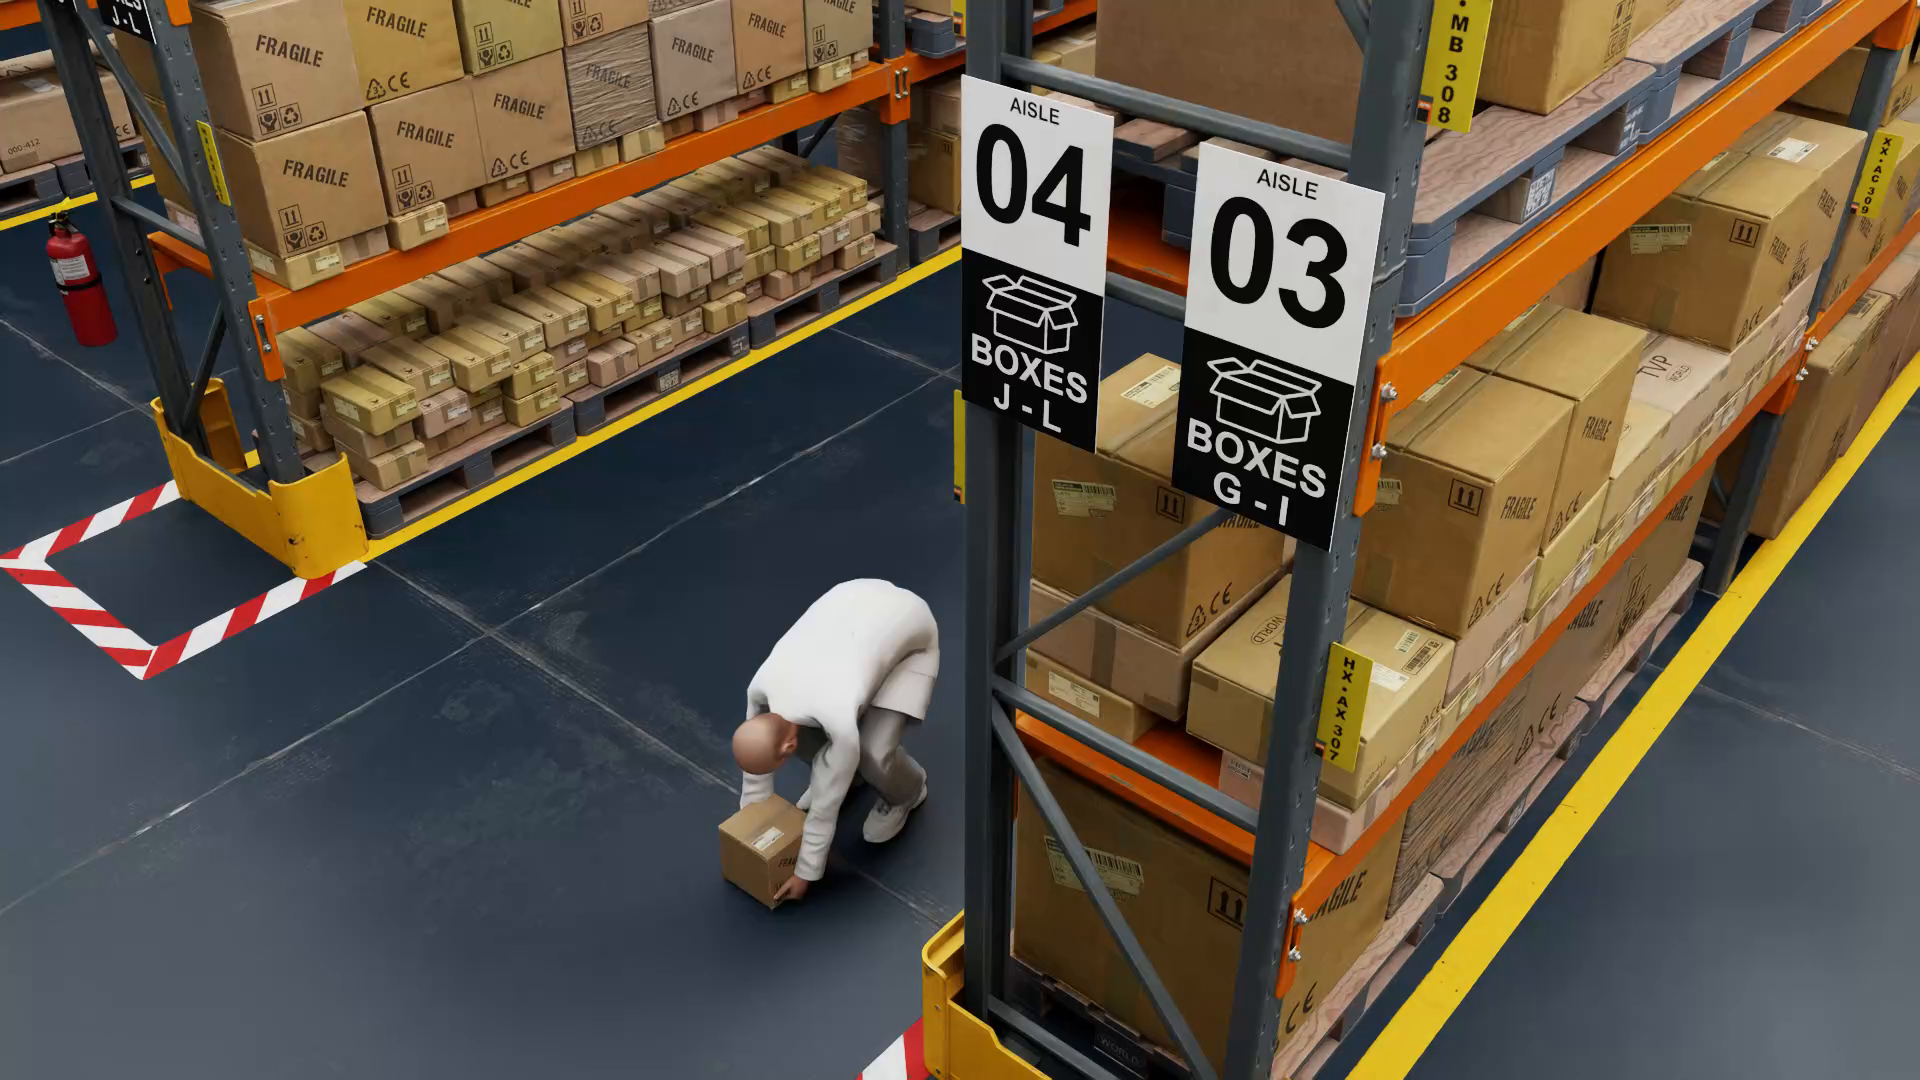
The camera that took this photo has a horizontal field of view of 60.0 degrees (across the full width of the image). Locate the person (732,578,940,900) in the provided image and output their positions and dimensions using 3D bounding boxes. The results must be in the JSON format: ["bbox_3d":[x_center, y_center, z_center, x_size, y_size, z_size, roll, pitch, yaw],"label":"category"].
[{"bbox_3d":[-0.443,0.675,5.919,0.591,0.943,0.947,23,40,29],"label":"person"}]
